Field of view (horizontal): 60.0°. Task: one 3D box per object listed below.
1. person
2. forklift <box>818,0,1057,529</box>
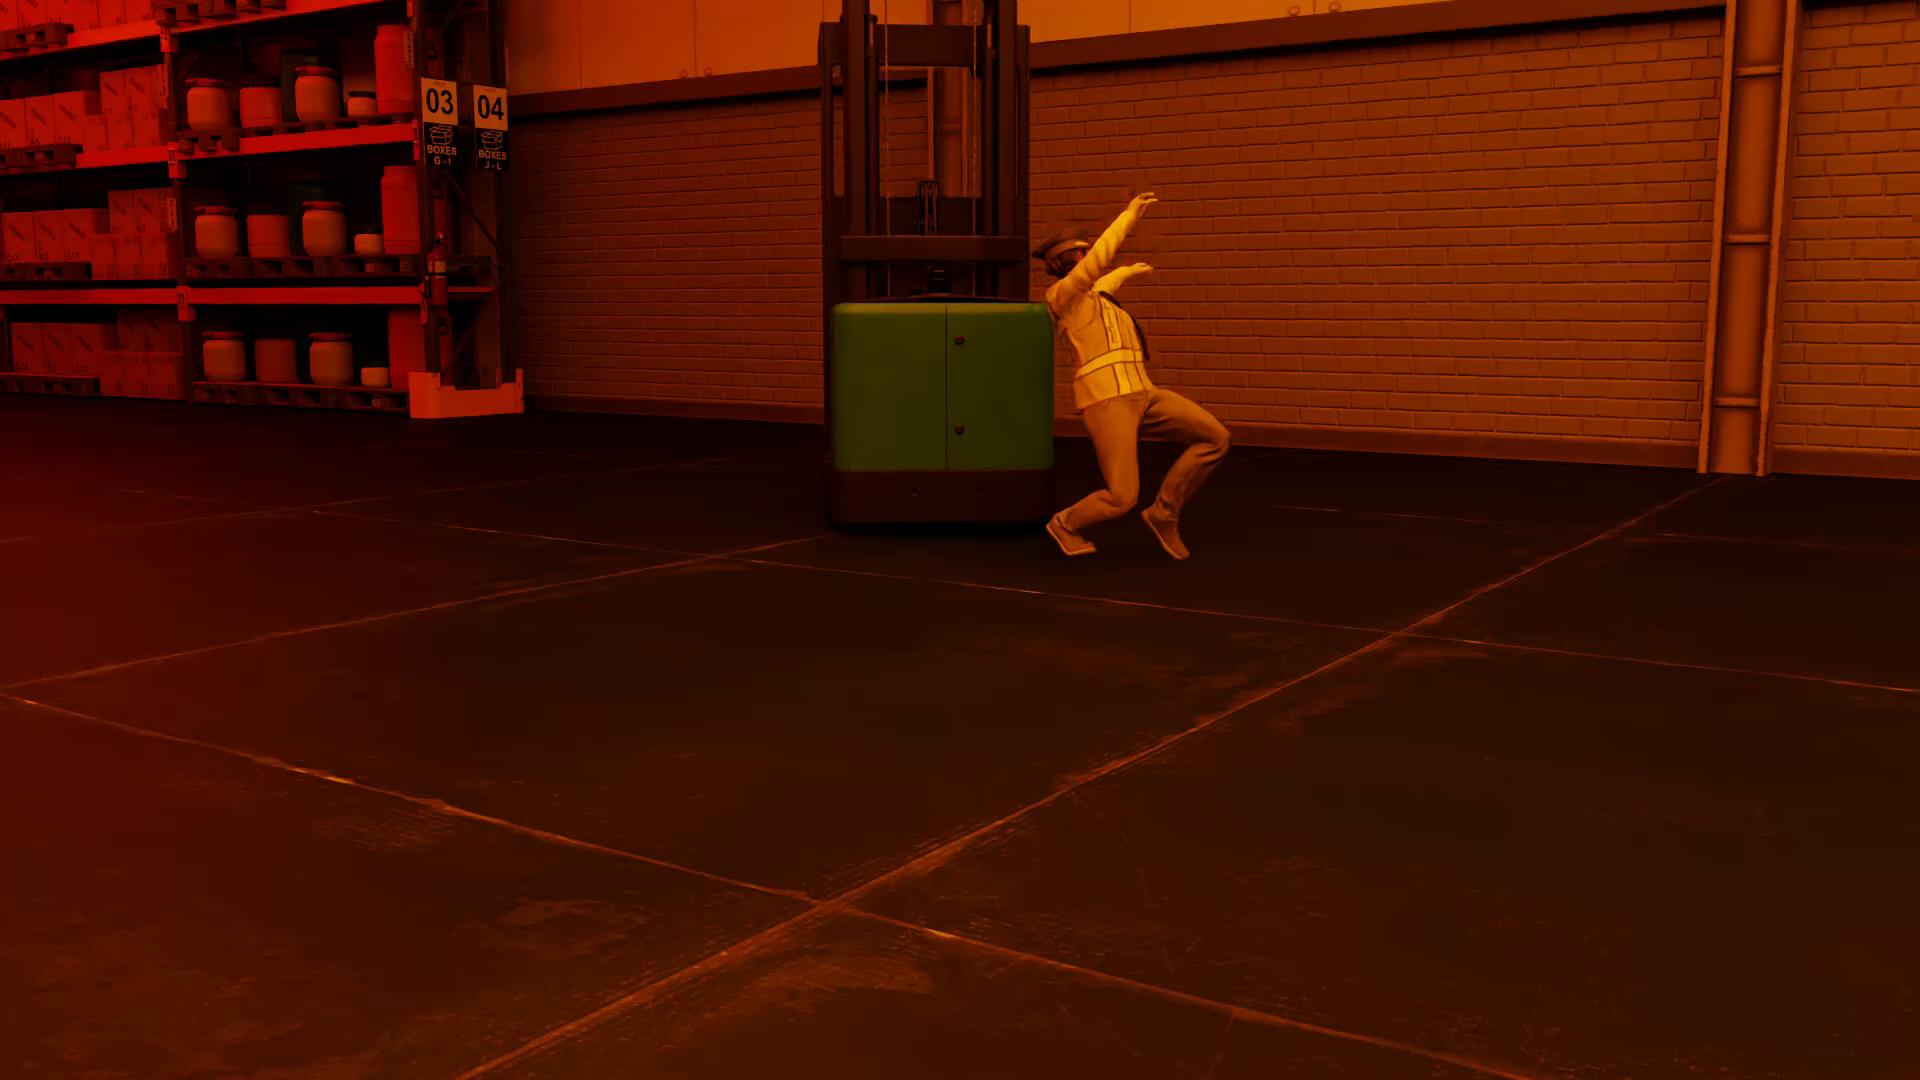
[{"bbox_3d":[0.782,-0.680,7.096,0.825,1.532,1.019,5,9,30],"label":"person"},{"bbox_3d":[-0.205,-1.676,8.977,1.130,2.935,3.031,-1,8,-5],"label":"forklift"}]
